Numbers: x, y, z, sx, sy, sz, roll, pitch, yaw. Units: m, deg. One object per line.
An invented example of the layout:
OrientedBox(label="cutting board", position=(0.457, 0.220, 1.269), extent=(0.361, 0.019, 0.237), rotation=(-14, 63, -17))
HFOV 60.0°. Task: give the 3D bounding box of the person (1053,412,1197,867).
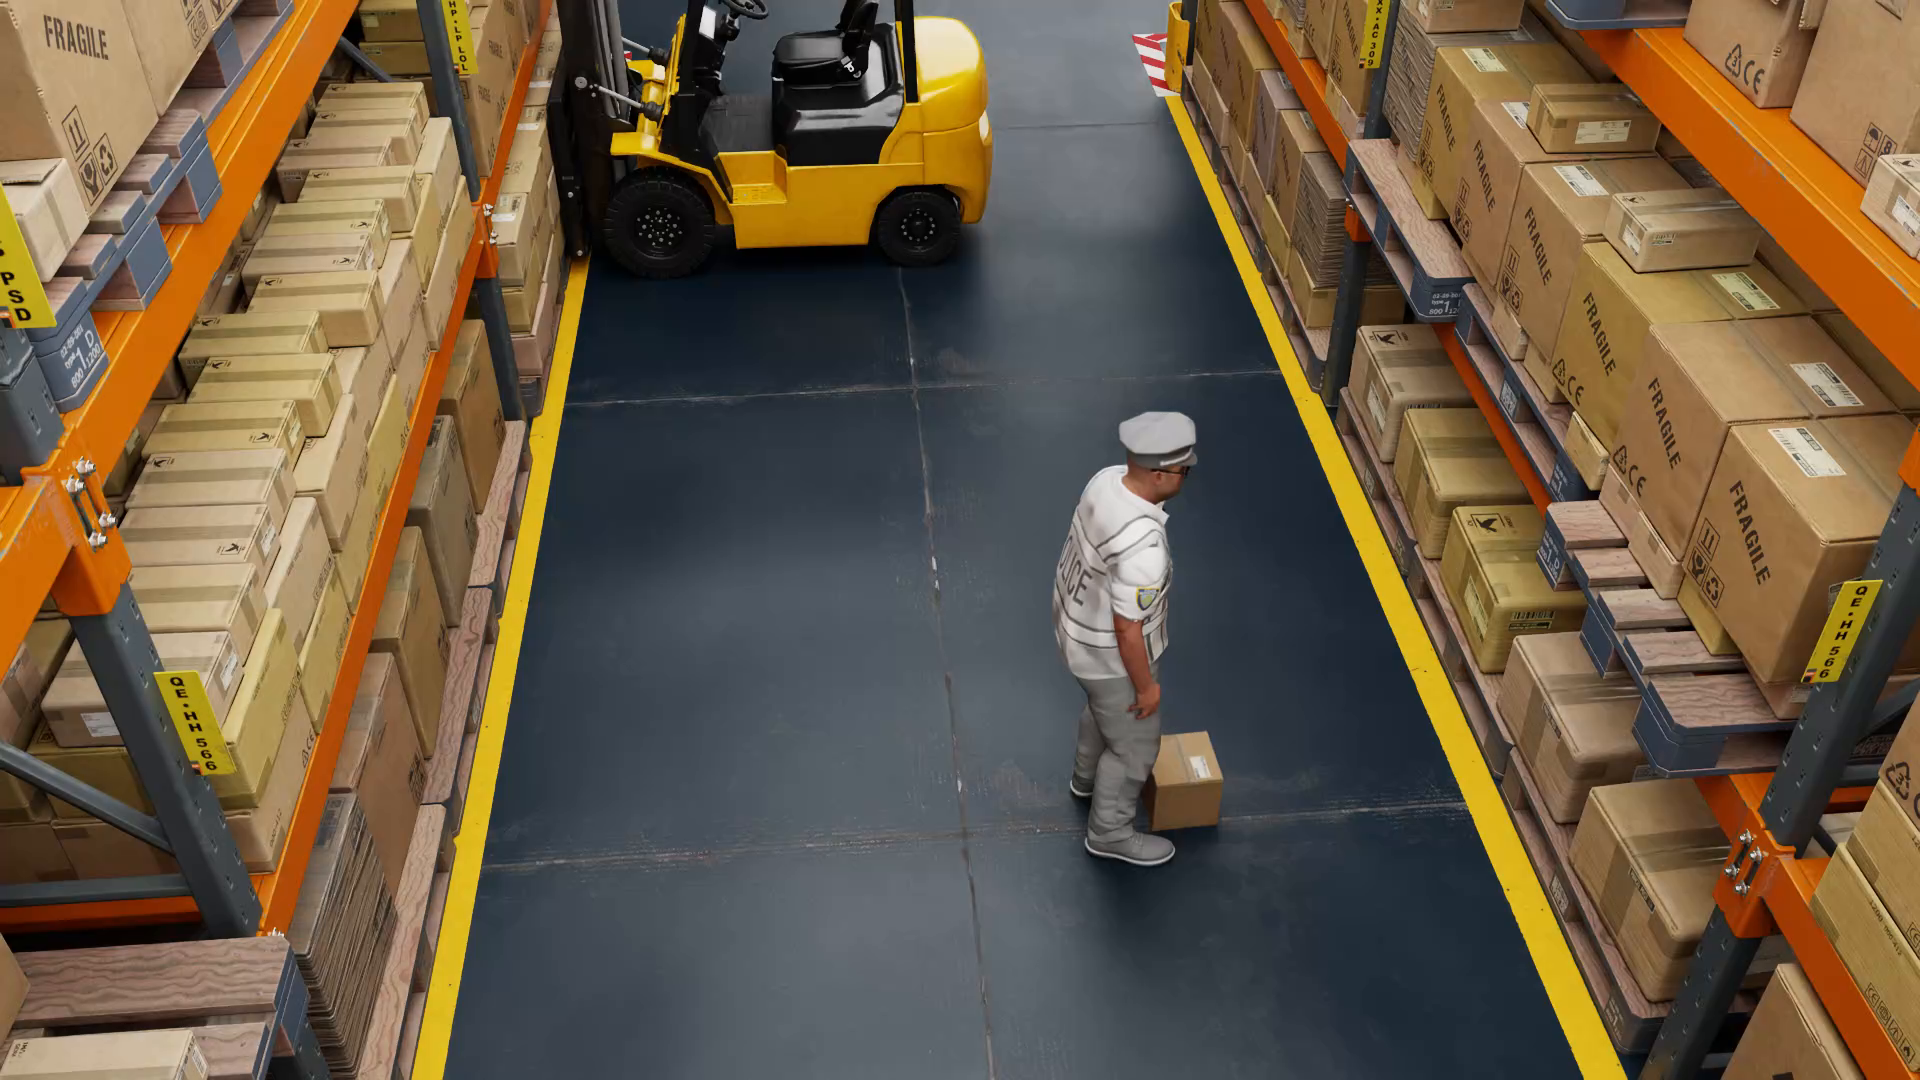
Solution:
OrientedBox(label="person", position=(0.544, 0.343, 5.724), extent=(0.435, 1.747, 0.587), rotation=(-5, 39, -6))
